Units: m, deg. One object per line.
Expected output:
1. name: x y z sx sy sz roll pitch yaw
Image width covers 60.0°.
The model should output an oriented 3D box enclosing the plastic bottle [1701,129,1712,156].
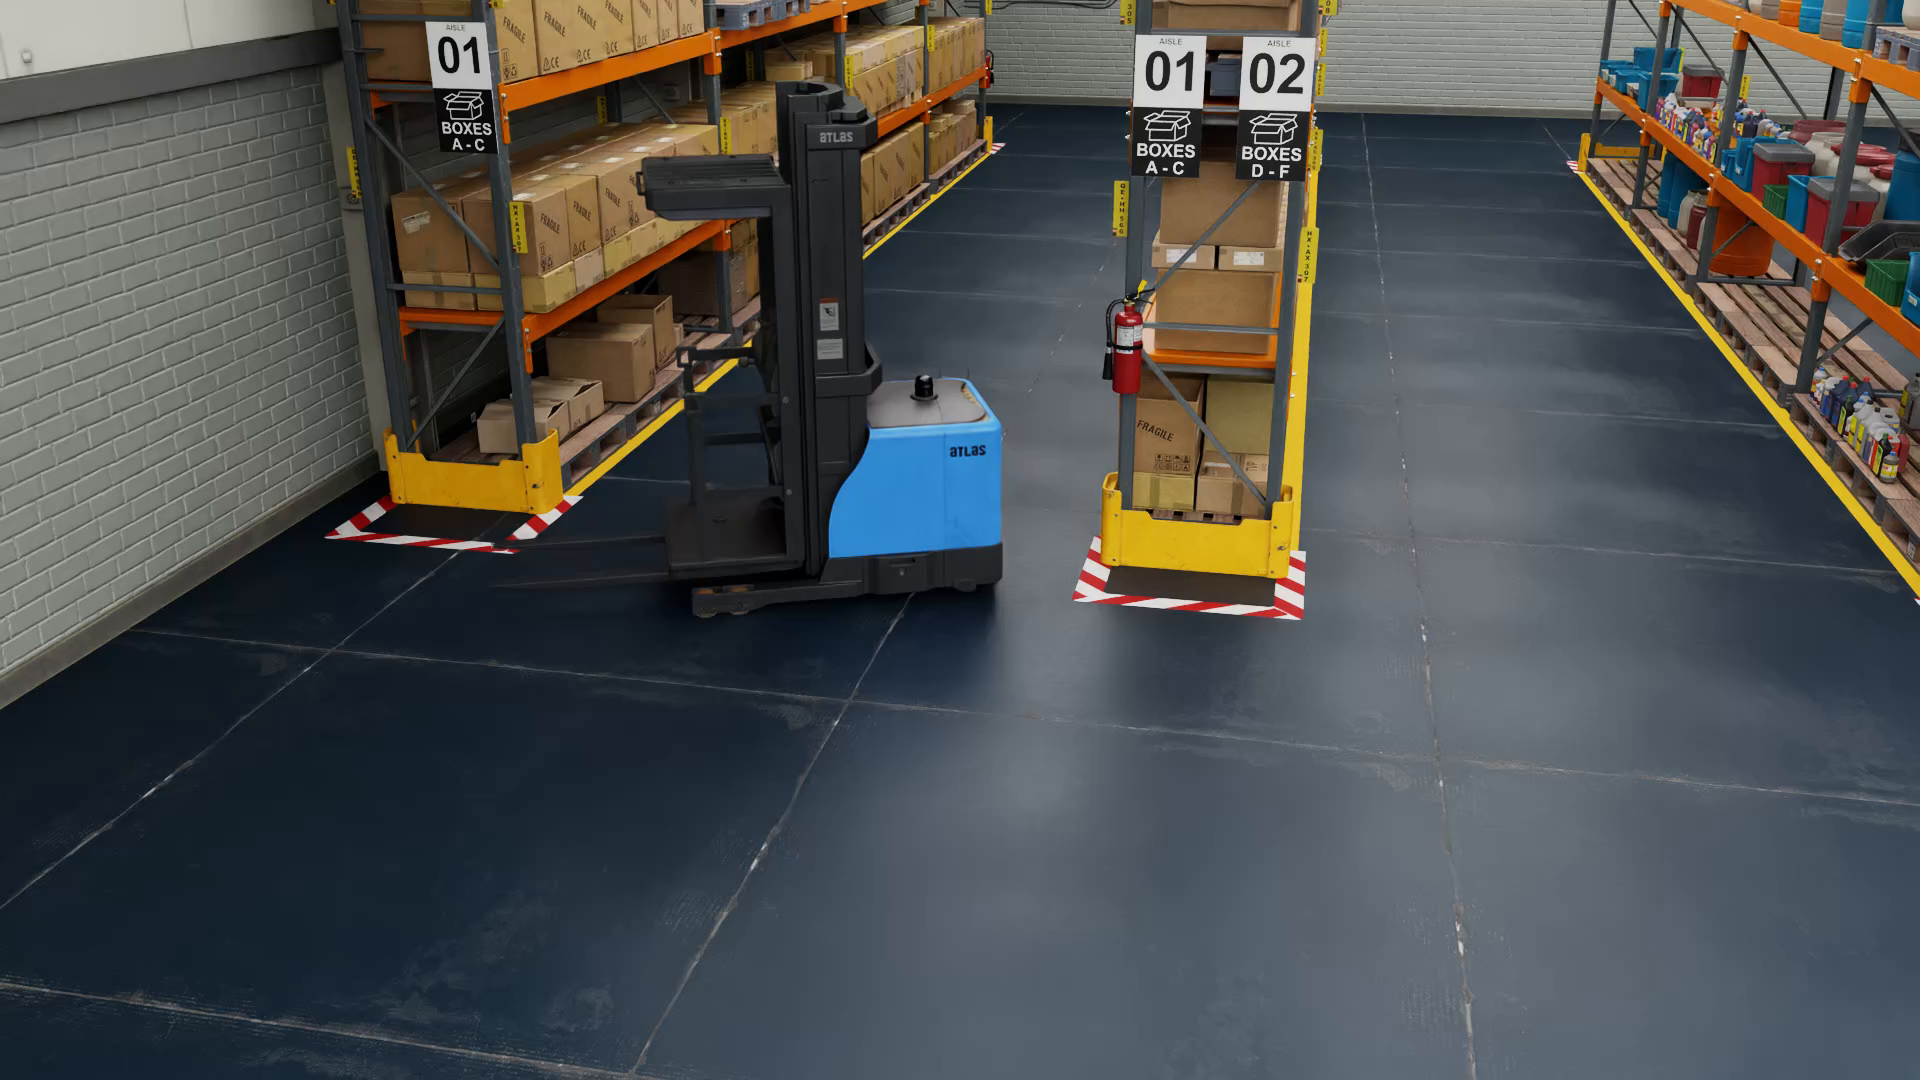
1. plastic bottle: 7.761 -4.129 17.262 0.097 0.271 0.097 0 22 0

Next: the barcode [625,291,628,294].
1. barcode: -2.892 -2.118 14.425 0.001 0.075 0.075 4 22 11

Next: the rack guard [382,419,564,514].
1. rack guard: -3.347 -0.509 11.449 1.175 0.500 0.348 4 22 11

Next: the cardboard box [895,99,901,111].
1. cardboard box: -0.943 -5.406 20.572 0.380 0.149 0.250 4 22 11

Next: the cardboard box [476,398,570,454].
1. cardboard box: -3.134 -0.844 11.944 0.500 0.311 0.500 2 22 5

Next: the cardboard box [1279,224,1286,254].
1. cardboard box: 1.882 -1.927 10.621 0.380 0.149 0.250 5 22 11

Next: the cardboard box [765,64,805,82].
1. cardboard box: -1.823 -4.871 17.341 0.380 0.149 0.250 1 22 2

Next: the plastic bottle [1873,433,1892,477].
1. plastic bottle: 6.287 -0.579 11.323 0.061 0.283 0.133 5 22 12

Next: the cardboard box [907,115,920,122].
1. cardboard box: -0.727 -5.883 23.361 0.380 0.149 0.250 4 22 9

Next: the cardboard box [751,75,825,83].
1. cardboard box: -1.817 -4.645 17.648 0.700 0.500 0.500 2 22 5

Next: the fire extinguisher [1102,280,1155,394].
1. fire extinguisher: 1.008 -1.221 9.974 0.296 0.674 0.183 4 22 11

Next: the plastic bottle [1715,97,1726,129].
1. plastic bottle: 8.776 -4.901 19.074 0.144 0.351 0.185 4 22 11

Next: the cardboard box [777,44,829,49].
1. cardboard box: -1.783 -5.483 18.890 0.500 0.250 0.500 4 22 9

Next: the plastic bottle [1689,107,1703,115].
1. plastic bottle: 8.277 -4.726 18.740 0.152 0.276 0.135 4 22 11

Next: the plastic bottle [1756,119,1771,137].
1. plastic bottle: 8.656 -4.395 17.917 0.152 0.276 0.135 4 22 11

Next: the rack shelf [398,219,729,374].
1. rack shelf: -2.955 -2.039 12.863 1.077 0.370 4.000 4 22 11

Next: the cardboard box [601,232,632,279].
1. cardboard box: -2.751 -2.112 12.256 0.500 0.250 0.500 4 22 10

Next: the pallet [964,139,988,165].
1. pallet: -0.185 -5.901 25.222 1.003 0.211 1.213 4 22 11

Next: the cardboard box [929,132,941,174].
1. cardboard box: -0.661 -5.331 22.858 0.700 0.500 0.500 5 22 12

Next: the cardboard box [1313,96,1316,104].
1. cardboard box: 4.307 -5.865 21.268 0.500 0.500 0.500 5 22 12

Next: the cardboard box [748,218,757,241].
1. cardboard box: -2.224 -3.119 16.335 0.500 0.250 0.500 4 22 9

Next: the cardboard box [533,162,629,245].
1. cardboard box: -2.749 -2.449 12.089 0.500 0.500 0.500 4 22 9

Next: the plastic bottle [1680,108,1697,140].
1. plastic bottle: 8.004 -4.559 18.223 0.144 0.351 0.185 4 22 11

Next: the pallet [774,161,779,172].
1. pallet: -2.248 -3.283 15.247 1.003 0.211 1.213 4 22 11

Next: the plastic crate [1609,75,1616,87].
1. plastic crate: 8.943 -6.219 22.551 0.250 0.136 0.298 4 22 11

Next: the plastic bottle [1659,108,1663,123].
1. plastic bottle: 8.259 -4.988 19.490 0.097 0.201 0.097 0 22 0

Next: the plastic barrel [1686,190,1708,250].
1. plastic barrel: 8.282 -3.481 18.147 0.600 0.588 0.708 4 22 11

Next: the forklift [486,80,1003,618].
1. forklift: -1.313 -1.118 9.705 3.031 2.935 1.130 -4 22 -11

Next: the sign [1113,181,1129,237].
1. sign: 0.959 -1.958 9.833 0.100 0.325 0.005 4 22 11

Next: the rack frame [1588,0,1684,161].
1. rack frame: 9.601 -6.737 23.567 1.000 3.000 0.127 4 22 11

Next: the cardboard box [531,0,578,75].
1. cardboard box: -2.905 -3.385 11.067 0.500 0.500 0.500 6 23 14

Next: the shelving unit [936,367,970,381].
1. shelving unit: -0.044 -0.590 10.914 0.215 1.050 0.252 1 22 3

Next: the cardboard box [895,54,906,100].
1. cardboard box: -0.967 -5.665 20.345 0.500 0.500 0.500 4 22 11

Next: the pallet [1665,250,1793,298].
1. pallet: 8.088 -2.810 17.547 1.003 0.211 1.213 4 22 11

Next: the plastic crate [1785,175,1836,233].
1. plastic crate: 7.072 -2.768 13.734 0.392 0.384 0.575 4 22 11

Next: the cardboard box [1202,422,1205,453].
1. cardboard box: 1.498 -0.769 11.867 0.500 0.250 0.500 4 22 11

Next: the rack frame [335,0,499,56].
1. rack frame: -3.363 -4.424 9.792 1.000 3.000 0.127 4 22 11

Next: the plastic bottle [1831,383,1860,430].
1. plastic bottle: 6.542 -0.991 12.257 0.144 0.351 0.185 4 22 9

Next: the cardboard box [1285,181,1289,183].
1. cardboard box: 2.248 -2.587 12.260 0.380 0.149 0.250 4 22 11

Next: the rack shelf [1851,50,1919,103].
1. rack shelf: 6.744 -2.675 10.428 1.077 0.370 4.000 4 22 11

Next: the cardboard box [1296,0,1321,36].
1. cardboard box: 2.094 -3.549 10.751 0.500 0.500 0.500 4 22 11

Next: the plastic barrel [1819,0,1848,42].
1. plastic barrel: 7.177 -4.414 13.113 0.600 0.901 0.600 0 22 0

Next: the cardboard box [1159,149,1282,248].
1. cardboard box: 1.606 -2.102 10.187 0.700 0.500 0.500 5 22 11

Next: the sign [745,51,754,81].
1. sign: -2.275 -5.145 18.063 0.100 0.325 0.005 4 22 11

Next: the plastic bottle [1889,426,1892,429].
1. plastic bottle: 6.545 -0.705 11.747 0.097 0.201 0.097 0 22 0

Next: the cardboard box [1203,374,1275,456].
1. cardboard box: 1.915 -0.894 11.173 0.500 0.500 0.500 4 22 11

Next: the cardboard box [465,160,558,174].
1. cardboard box: -3.261 -2.490 12.191 0.500 0.500 0.500 4 22 9

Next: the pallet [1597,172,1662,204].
1. pallet: 9.143 -4.700 22.242 1.003 0.211 1.213 4 22 11

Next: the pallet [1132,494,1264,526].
1. pallet: 1.602 -0.254 11.202 1.003 0.211 1.213 4 22 11

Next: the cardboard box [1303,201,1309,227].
1. cardboard box: 3.492 -3.380 17.987 0.500 0.500 0.500 5 23 13

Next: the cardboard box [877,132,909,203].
1. cardboard box: -1.098 -4.654 20.710 0.750 0.750 0.750 5 23 13

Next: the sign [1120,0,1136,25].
1. sign: 0.959 -3.077 9.383 0.100 0.325 0.005 4 22 11

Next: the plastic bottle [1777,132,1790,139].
1. plastic bottle: 8.467 -4.057 17.077 0.152 0.276 0.135 4 22 11

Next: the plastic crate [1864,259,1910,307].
1. plastic crate: 6.599 -1.775 11.530 0.450 0.188 0.662 4 22 11

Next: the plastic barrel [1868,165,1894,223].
1. plastic barrel: 7.562 -2.745 13.472 0.433 0.535 0.433 0 22 0
